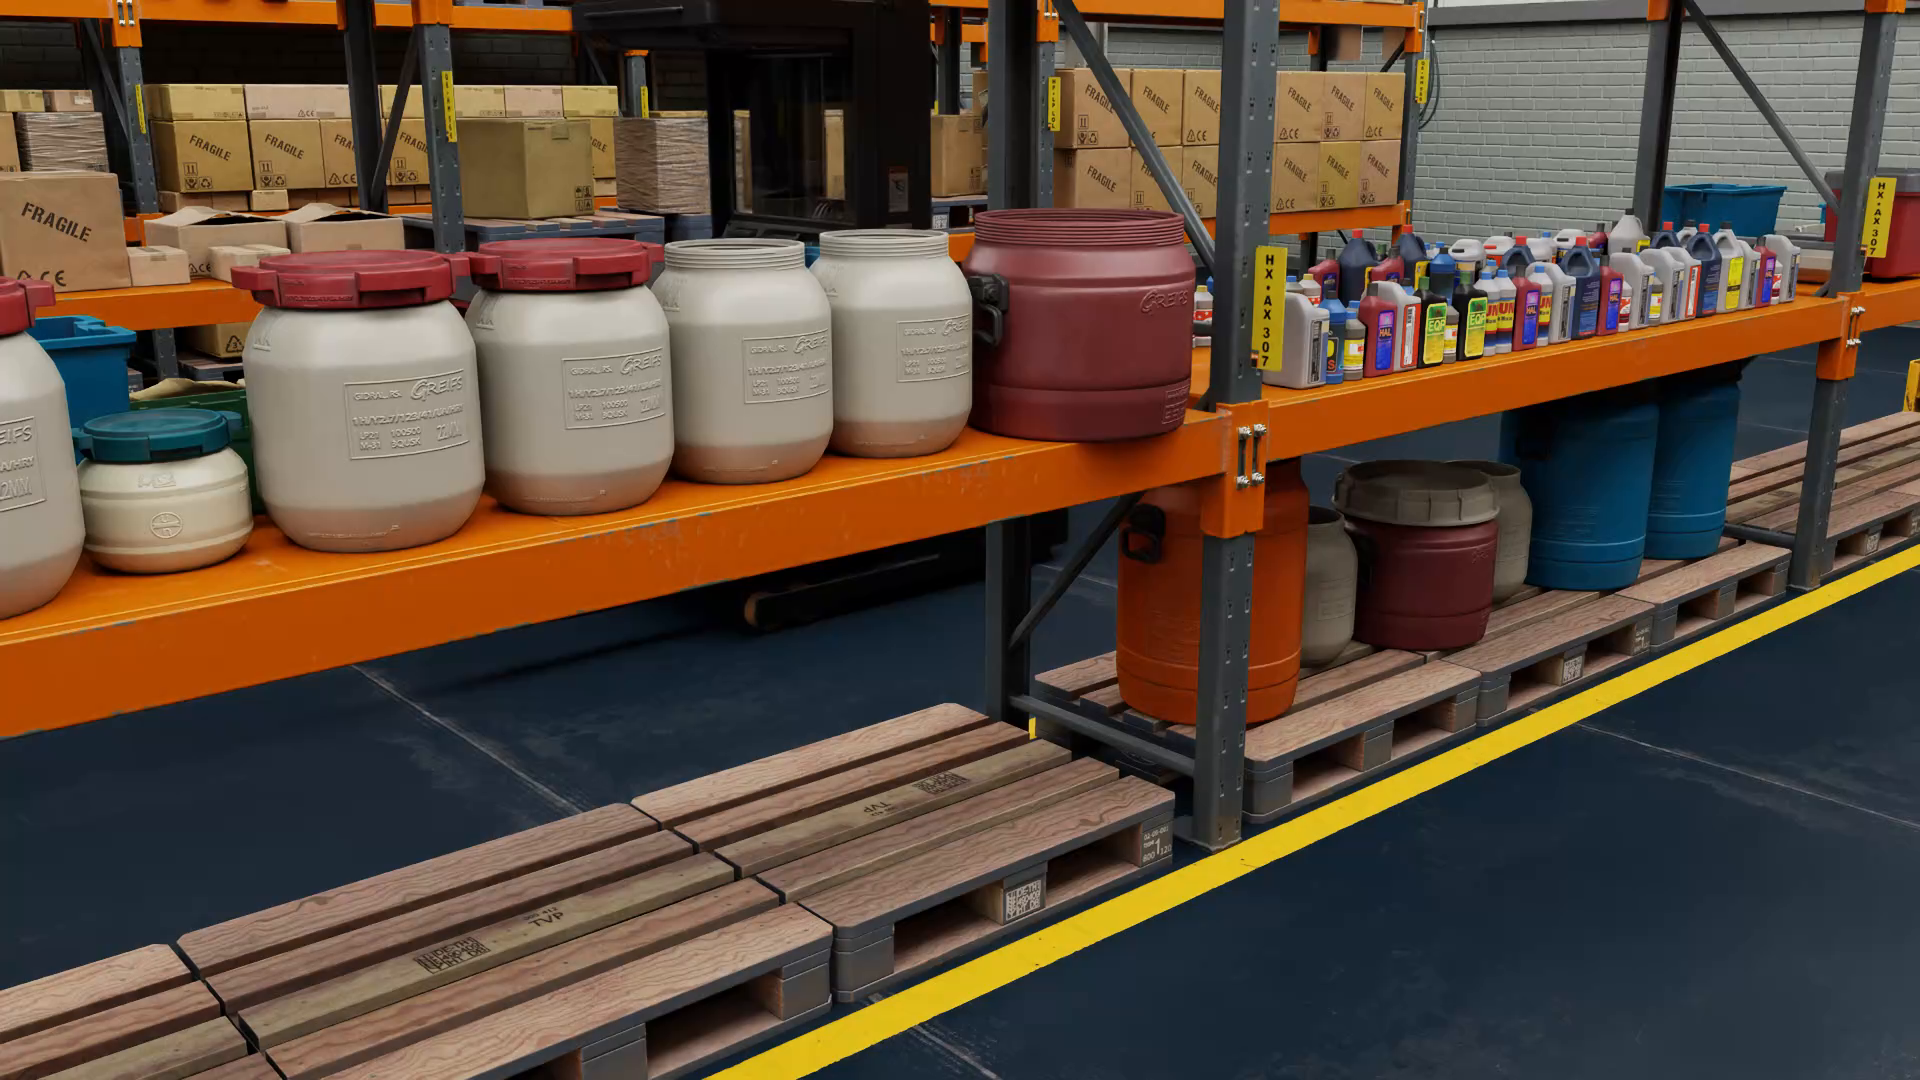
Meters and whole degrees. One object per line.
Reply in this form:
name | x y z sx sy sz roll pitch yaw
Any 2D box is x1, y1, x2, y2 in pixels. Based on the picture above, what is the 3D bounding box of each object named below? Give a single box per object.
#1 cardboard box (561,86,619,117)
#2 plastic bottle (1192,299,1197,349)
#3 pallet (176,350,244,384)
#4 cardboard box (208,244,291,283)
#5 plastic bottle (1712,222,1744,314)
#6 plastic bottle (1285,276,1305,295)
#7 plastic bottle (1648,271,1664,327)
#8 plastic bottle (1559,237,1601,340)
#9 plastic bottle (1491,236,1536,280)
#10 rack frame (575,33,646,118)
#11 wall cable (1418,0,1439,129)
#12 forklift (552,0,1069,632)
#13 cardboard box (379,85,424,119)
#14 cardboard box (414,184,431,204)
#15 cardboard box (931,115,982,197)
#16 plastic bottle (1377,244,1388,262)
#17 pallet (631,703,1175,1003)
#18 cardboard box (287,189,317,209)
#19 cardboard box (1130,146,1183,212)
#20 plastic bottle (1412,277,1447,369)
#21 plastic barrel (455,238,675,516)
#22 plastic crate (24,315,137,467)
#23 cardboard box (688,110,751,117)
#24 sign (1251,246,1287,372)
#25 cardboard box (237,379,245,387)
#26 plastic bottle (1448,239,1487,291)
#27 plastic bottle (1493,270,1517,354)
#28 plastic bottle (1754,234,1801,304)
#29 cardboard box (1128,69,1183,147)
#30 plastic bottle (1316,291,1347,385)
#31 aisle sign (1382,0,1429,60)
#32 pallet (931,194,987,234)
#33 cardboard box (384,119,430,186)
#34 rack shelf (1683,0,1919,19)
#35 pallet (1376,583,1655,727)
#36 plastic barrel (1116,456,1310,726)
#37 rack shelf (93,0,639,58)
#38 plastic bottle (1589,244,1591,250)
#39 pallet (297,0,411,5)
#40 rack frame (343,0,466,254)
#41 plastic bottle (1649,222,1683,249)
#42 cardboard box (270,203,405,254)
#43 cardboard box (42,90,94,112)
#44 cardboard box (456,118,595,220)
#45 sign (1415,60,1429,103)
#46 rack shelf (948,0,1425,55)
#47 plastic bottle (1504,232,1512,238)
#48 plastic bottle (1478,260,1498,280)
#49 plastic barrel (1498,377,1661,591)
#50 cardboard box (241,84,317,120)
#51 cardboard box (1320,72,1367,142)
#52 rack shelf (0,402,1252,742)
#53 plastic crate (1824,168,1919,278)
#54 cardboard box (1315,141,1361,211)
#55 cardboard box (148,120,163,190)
cardboard box | -3.215 -3.684 13.966 0.500 0.250 0.500 -12 19 -38
plastic bottle | 0.753 -0.753 5.641 0.097 0.201 0.097 0 15 0
pallet | -5.404 -1.343 12.867 1.213 0.211 1.003 -13 19 -39
cardboard box | -3.291 -1.280 7.715 0.250 0.149 0.380 -13 19 -39
plastic bottle | 2.994 -1.077 6.564 0.185 0.351 0.144 -13 19 -39
plastic bottle | 1.194 -0.852 6.012 0.097 0.201 0.097 0 15 0
plastic bottle | 2.560 -0.899 6.189 0.097 0.201 0.097 0 15 0
plastic bottle | 2.163 -0.890 5.865 0.185 0.351 0.144 -13 19 -39
plastic bottle | 1.962 -0.897 5.891 0.185 0.351 0.144 -13 19 -39
rack frame | -3.031 -3.249 14.599 0.127 3.000 1.000 -13 19 -39
wall cable | 4.488 -6.213 20.089 0.112 2.526 3.097 -13 19 -39
forklift | -0.921 -1.191 7.029 3.031 2.935 1.130 -13 20 -40
cardboard box | -4.376 -3.426 13.002 0.500 0.250 0.500 -13 20 -40
cardboard box | -4.295 -2.775 13.275 0.250 0.149 0.380 -12 19 -38
cardboard box | -0.280 -2.499 10.787 0.700 0.500 0.500 8 17 28
plastic bottle | 1.582 -0.985 6.351 0.133 0.283 0.061 -13 19 -39
pallet | -0.155 0.829 4.739 1.213 0.211 1.003 -13 19 -39
cardboard box | -5.087 -2.606 12.642 0.250 0.149 0.380 -13 20 -40
cardboard box | 1.171 -2.454 11.430 0.500 0.500 0.500 -12 19 -38
plastic bottle | 1.474 -0.688 5.241 0.133 0.283 0.061 -13 19 -39
plastic barrel | -0.817 -0.347 3.474 0.433 0.535 0.433 0 15 0
plastic crate | -1.935 -0.204 3.234 0.575 0.384 0.392 -13 19 -39
cardboard box | -2.057 -3.605 15.352 0.700 0.700 0.980 -13 20 -41
sign | 0.821 -0.615 4.424 0.005 0.325 0.100 -13 19 -39
cardboard box | -3.382 -0.721 8.565 0.500 0.311 0.500 -12 19 -38
plastic bottle | 2.000 -1.060 6.645 0.135 0.276 0.152 -13 19 -39
plastic bottle | 1.796 -0.761 5.537 0.097 0.271 0.097 0 15 0
plastic bottle | 3.387 -1.130 6.909 0.135 0.276 0.152 -13 19 -39
cardboard box | 1.153 -2.929 11.271 0.500 0.500 0.500 -13 20 -41
plastic bottle | 1.099 -0.605 4.951 0.097 0.271 0.097 0 15 0
aisle sign | 3.494 -4.170 13.013 0.004 0.787 0.394 -13 19 -39
pallet | -0.451 -2.078 10.589 1.213 0.211 1.003 -13 19 -39
cardboard box | -4.350 -3.066 13.105 0.500 0.500 0.500 -12 19 -38
rack shelf | 4.981 -2.760 8.353 4.000 0.370 1.077 -13 19 -39
pallet | 1.942 0.358 6.502 1.213 0.211 1.003 -13 19 -39
plastic barrel | 0.813 0.117 5.391 0.708 0.830 0.600 -13 19 -39
rack shelf | -4.540 -4.011 13.037 4.000 0.370 1.077 -13 19 -39
plastic bottle | 2.740 -1.199 7.312 0.097 0.201 0.097 0 15 0
pallet | -4.756 -4.238 12.858 1.213 0.211 1.003 -12 19 -37
rack frame | -2.794 -1.607 8.455 0.127 3.000 1.000 -13 19 -39
plastic bottle | 2.760 -1.073 6.552 0.185 0.351 0.144 -13 19 -39
cardboard box | -3.097 -1.511 8.267 0.500 0.311 0.500 -11 19 -36
cardboard box | -6.289 -3.081 11.668 0.380 0.149 0.250 13 20 40
cardboard box | -2.393 -1.987 8.869 0.700 0.500 0.500 8 17 28
sign | 3.590 -3.563 12.921 0.005 0.325 0.100 -13 19 -39
rack shelf | 1.732 -3.725 11.965 4.000 0.370 1.077 -13 19 -39
plastic bottle | 2.246 -1.134 6.909 0.133 0.283 0.061 -13 19 -39
plastic bottle | 2.096 -1.002 6.575 0.097 0.201 0.097 0 15 0
plastic barrel | 2.517 -0.300 6.814 0.708 0.901 0.600 -13 19 -39
cardboard box | -5.132 -3.253 12.353 0.500 0.250 0.500 -13 20 -40
cardboard box | 2.705 -3.279 12.583 0.500 0.500 0.500 -12 19 -38
rack shelf | -1.054 0.044 3.666 4.000 0.370 1.077 -13 19 -39
plastic crate | 4.311 -1.482 7.746 0.583 0.464 0.402 -13 19 -39
cardboard box | 2.693 -2.793 12.701 0.500 0.500 0.500 -12 19 -39
cardboard box | -5.865 -2.904 12.500 0.500 0.500 0.500 -12 19 -39
